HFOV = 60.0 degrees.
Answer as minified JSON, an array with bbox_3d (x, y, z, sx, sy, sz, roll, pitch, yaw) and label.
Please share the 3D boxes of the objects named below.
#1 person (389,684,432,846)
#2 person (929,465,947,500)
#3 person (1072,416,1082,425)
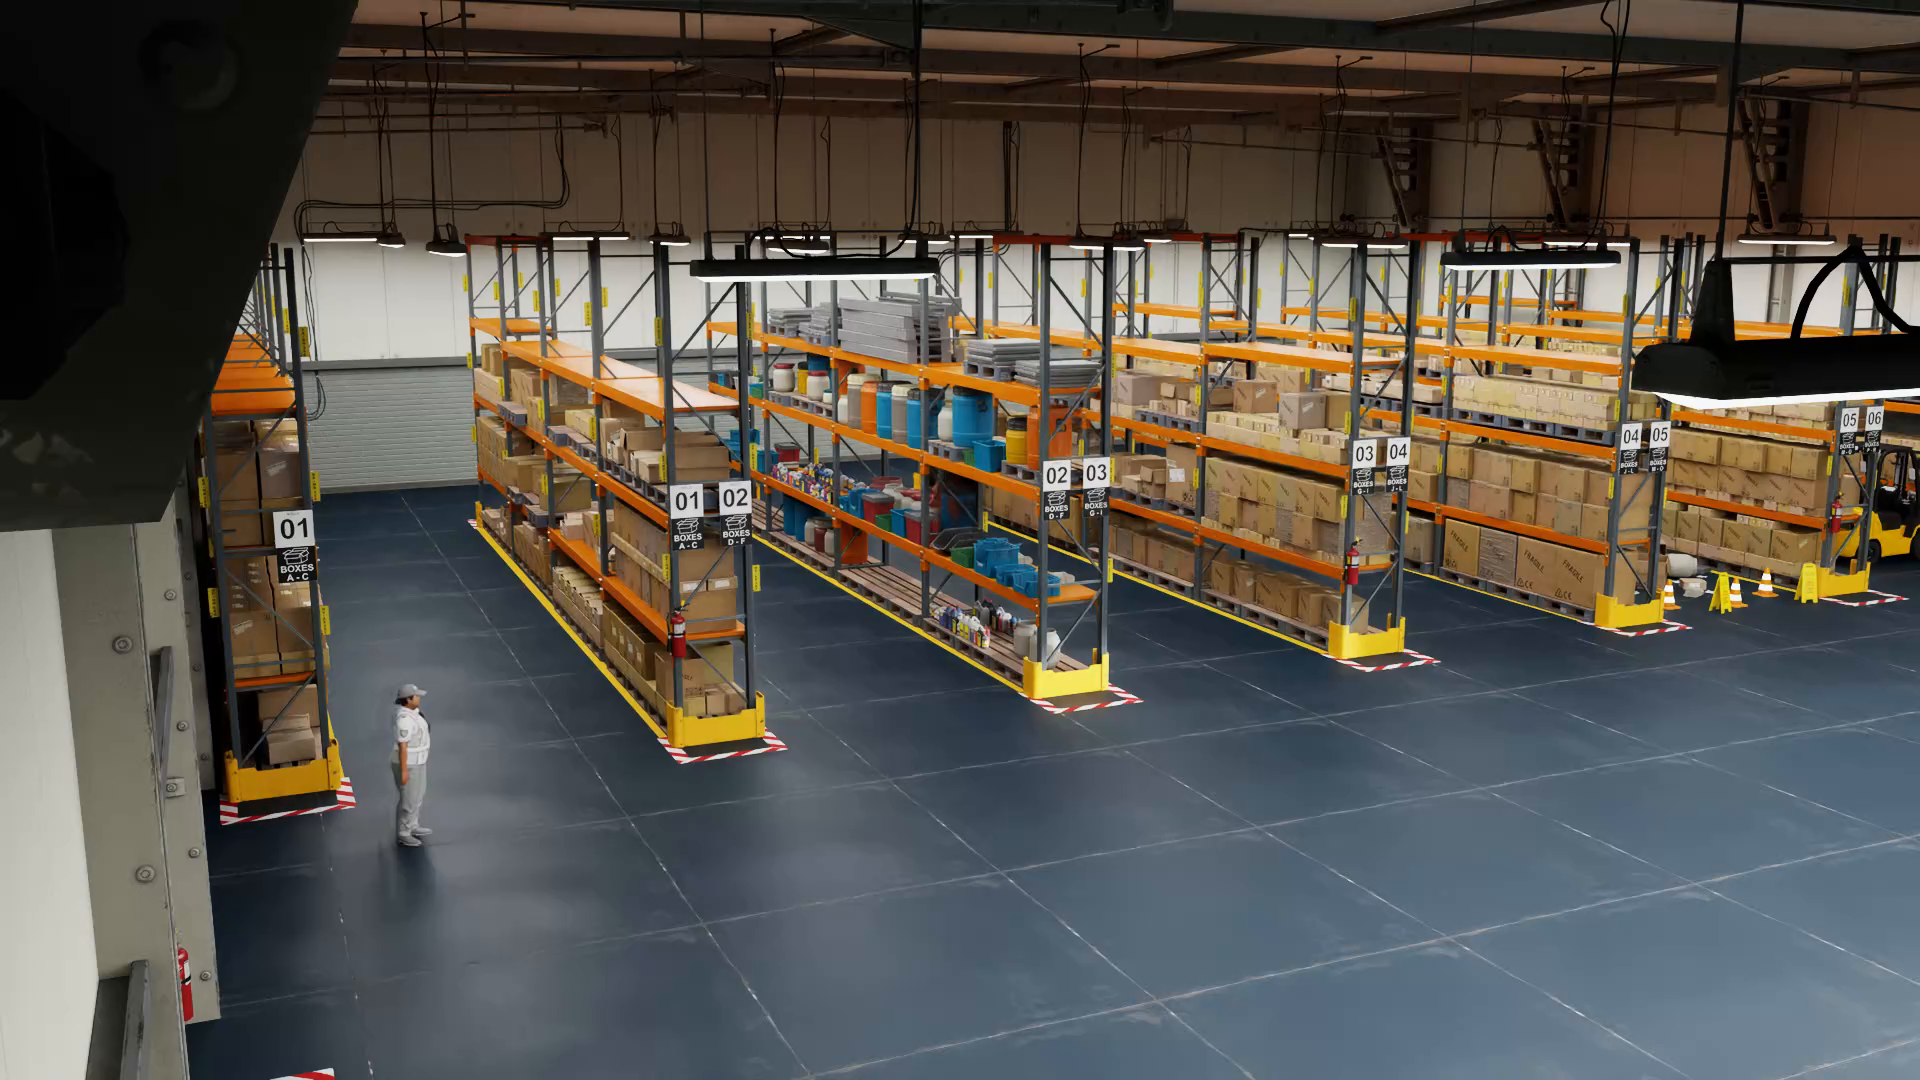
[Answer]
[{"bbox_3d":[-5.623,2.284,17.024,0.398,1.669,0.586,-1,11,-7],"label":"person"},{"bbox_3d":[-0.504,-1.093,34.215,0.420,1.737,0.557,-4,12,-21],"label":"person"},{"bbox_3d":[2.947,-2.696,42.339,0.829,1.756,0.606,-6,13,-29],"label":"person"}]
